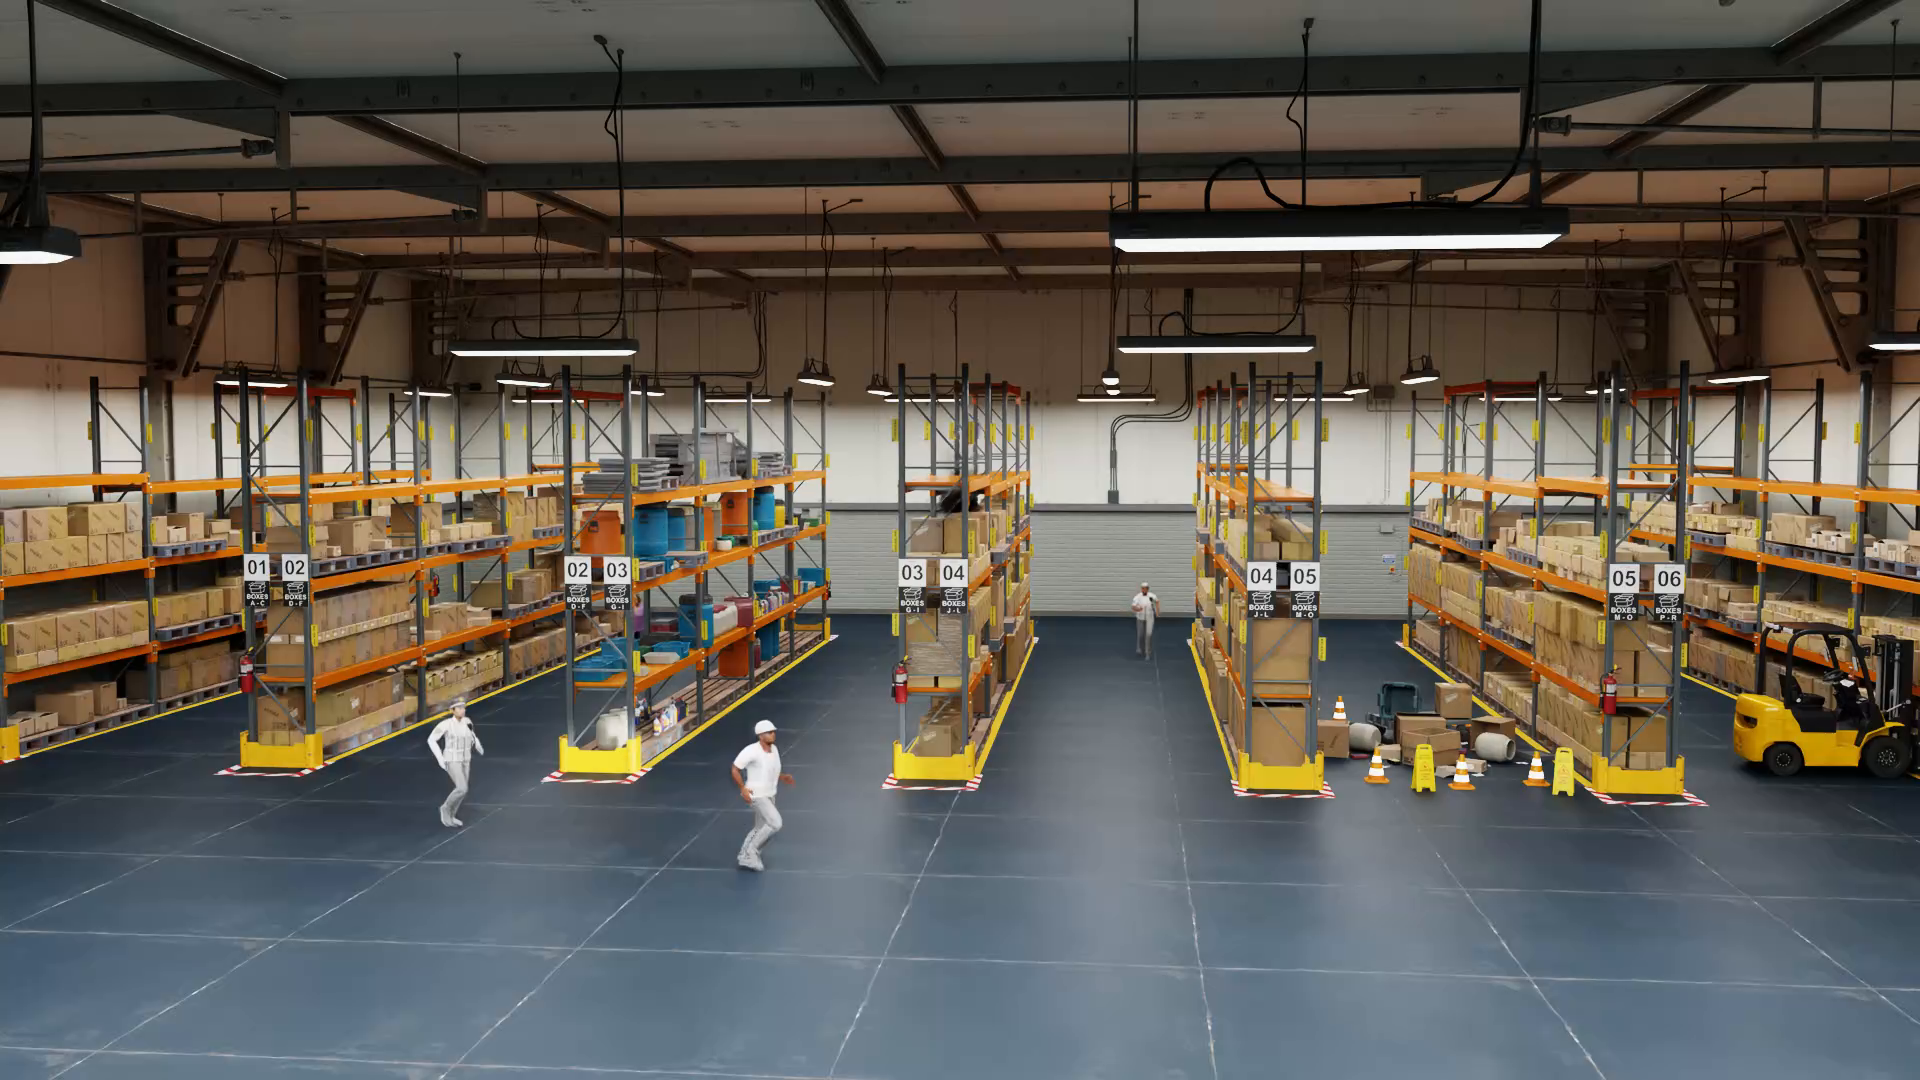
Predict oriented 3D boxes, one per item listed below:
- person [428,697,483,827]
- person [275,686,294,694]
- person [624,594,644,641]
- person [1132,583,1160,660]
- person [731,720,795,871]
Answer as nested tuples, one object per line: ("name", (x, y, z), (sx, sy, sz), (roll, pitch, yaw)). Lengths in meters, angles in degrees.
("person", (-6.339, 2.813, 21.090), (0.577, 1.666, 0.624), (2, 4, 32))
("person", (-11.334, 2.346, 27.936), (0.611, 1.673, 0.939), (0, 4, 2))
("person", (-6.831, 1.989, 35.120), (0.505, 1.502, 0.863), (0, 4, -7))
("person", (4.140, 1.797, 37.105), (0.612, 1.704, 0.924), (1, 4, 8))
("person", (-2.239, 2.908, 19.005), (0.715, 1.713, 0.619), (2, 4, 24))
